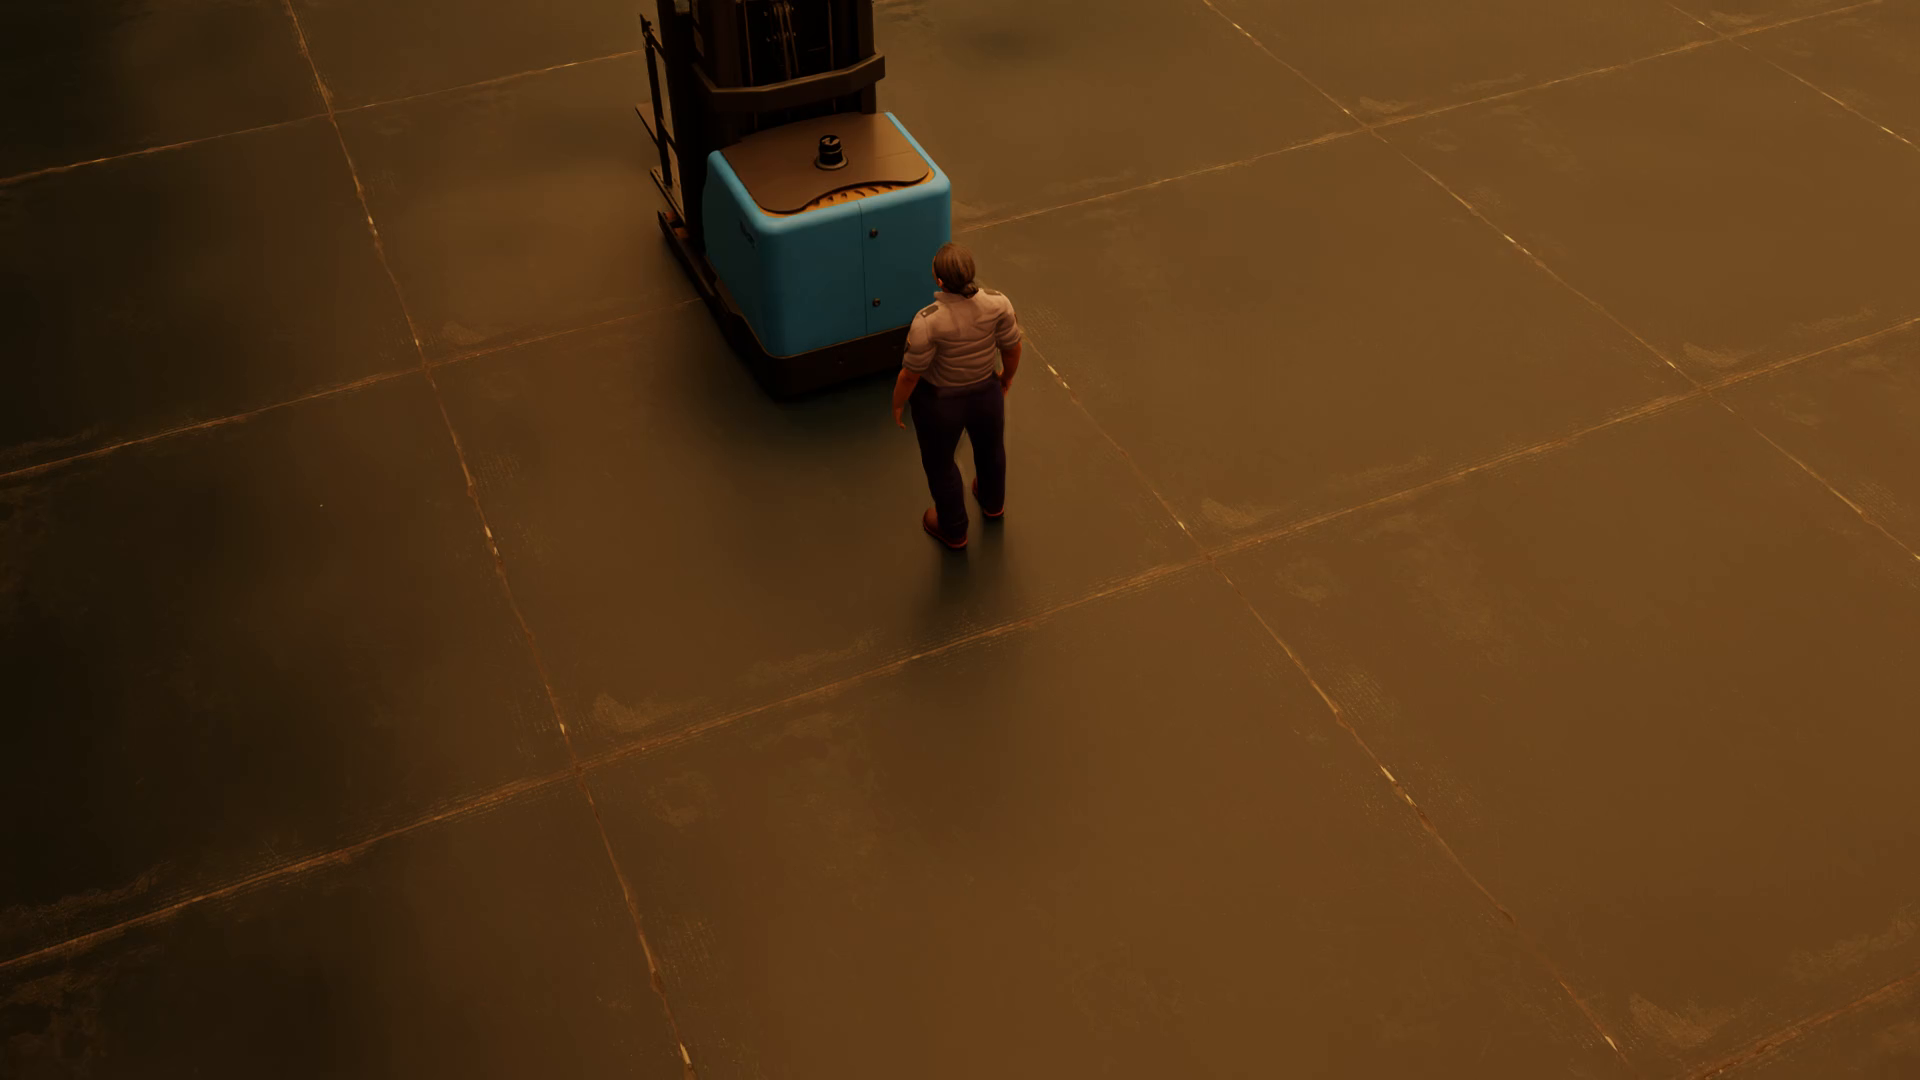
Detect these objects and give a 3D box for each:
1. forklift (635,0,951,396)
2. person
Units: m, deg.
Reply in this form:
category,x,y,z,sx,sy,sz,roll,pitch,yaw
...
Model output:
category,x,y,z,sx,sy,sz,roll,pitch,yaw
forklift,-1.104,-2.821,8.703,1.130,2.935,3.031,-17,46,-18
person,-0.034,-0.669,7.342,0.609,1.652,0.503,-16,45,-17
